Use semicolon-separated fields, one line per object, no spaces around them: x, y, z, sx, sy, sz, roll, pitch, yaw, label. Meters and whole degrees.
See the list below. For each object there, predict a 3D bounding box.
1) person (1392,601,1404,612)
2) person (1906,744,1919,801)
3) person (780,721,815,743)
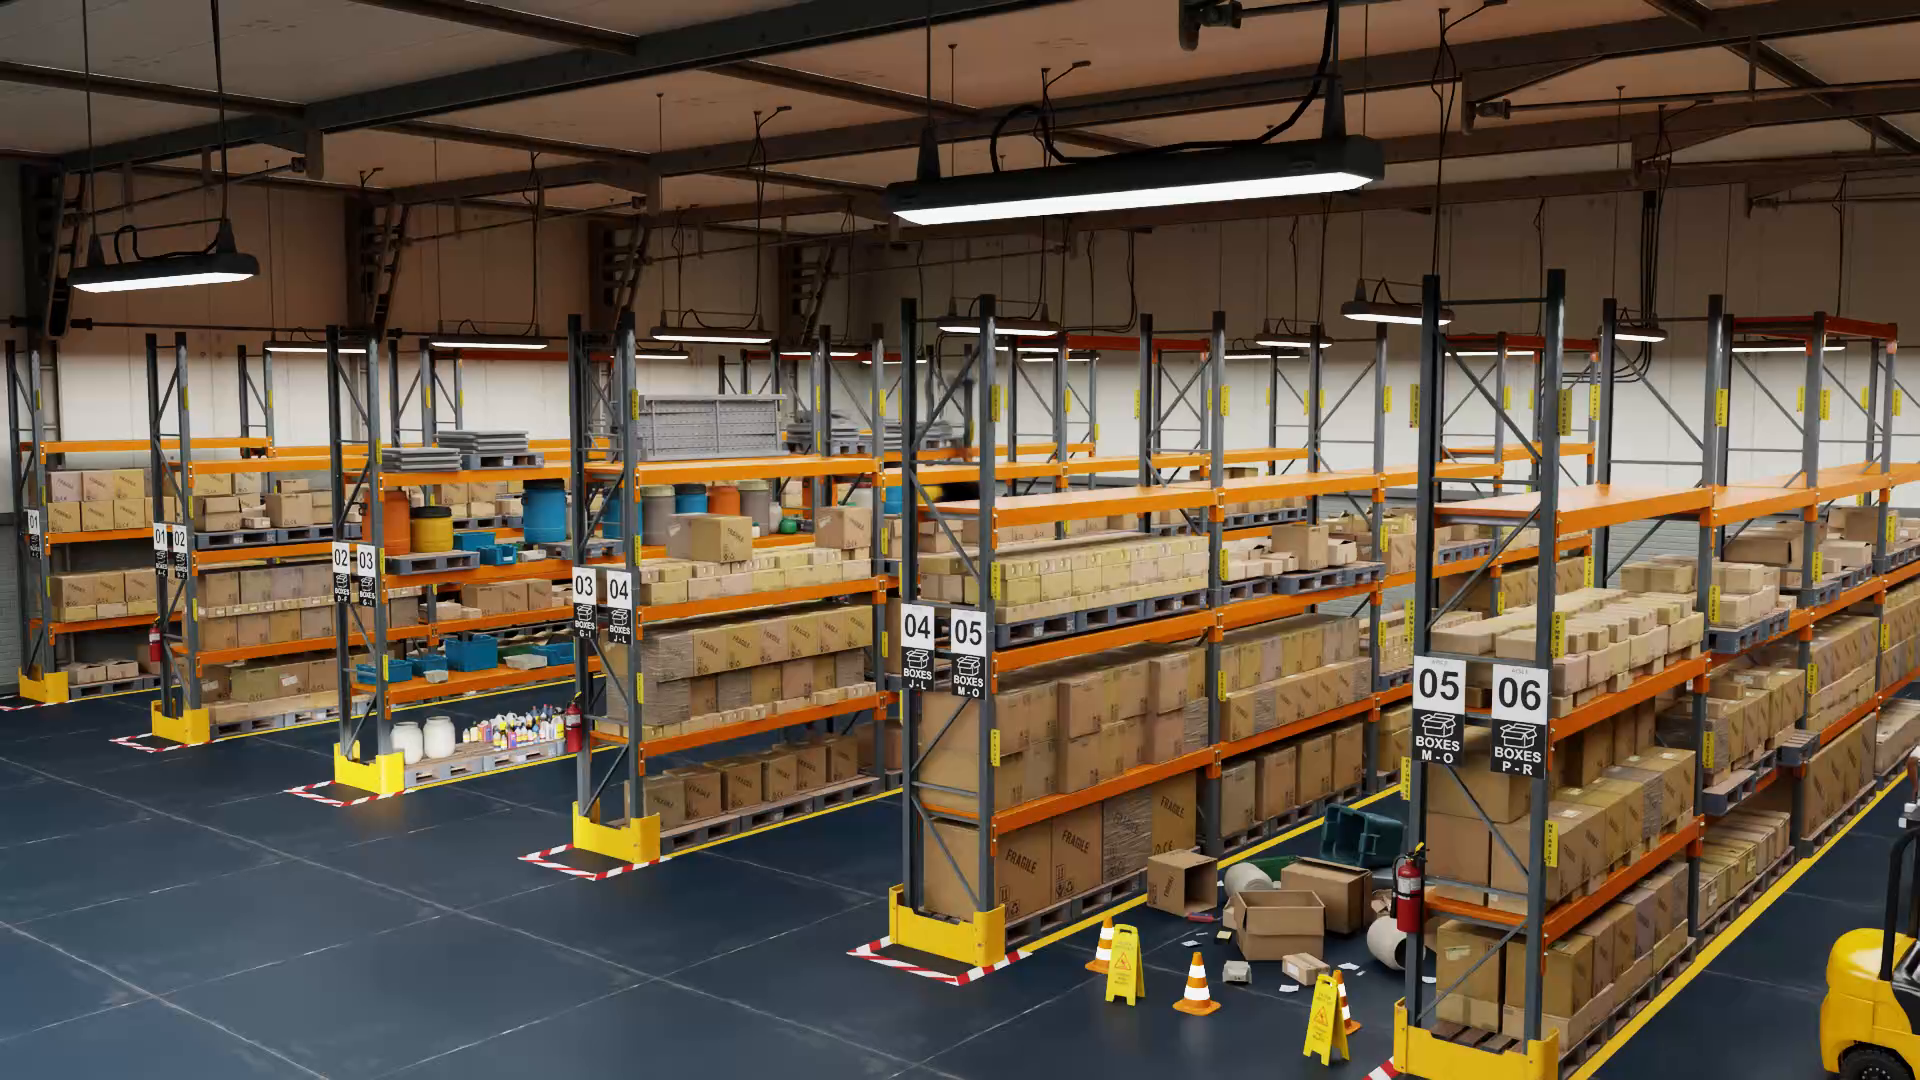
7.112;1.856;27.215;0.702;1.730;0.667;5;7;42;person
10.225;2.740;17.319;0.600;1.829;0.853;4;7;41;person
-2.392;2.134;24.088;0.559;1.640;0.870;2;6;21;person
